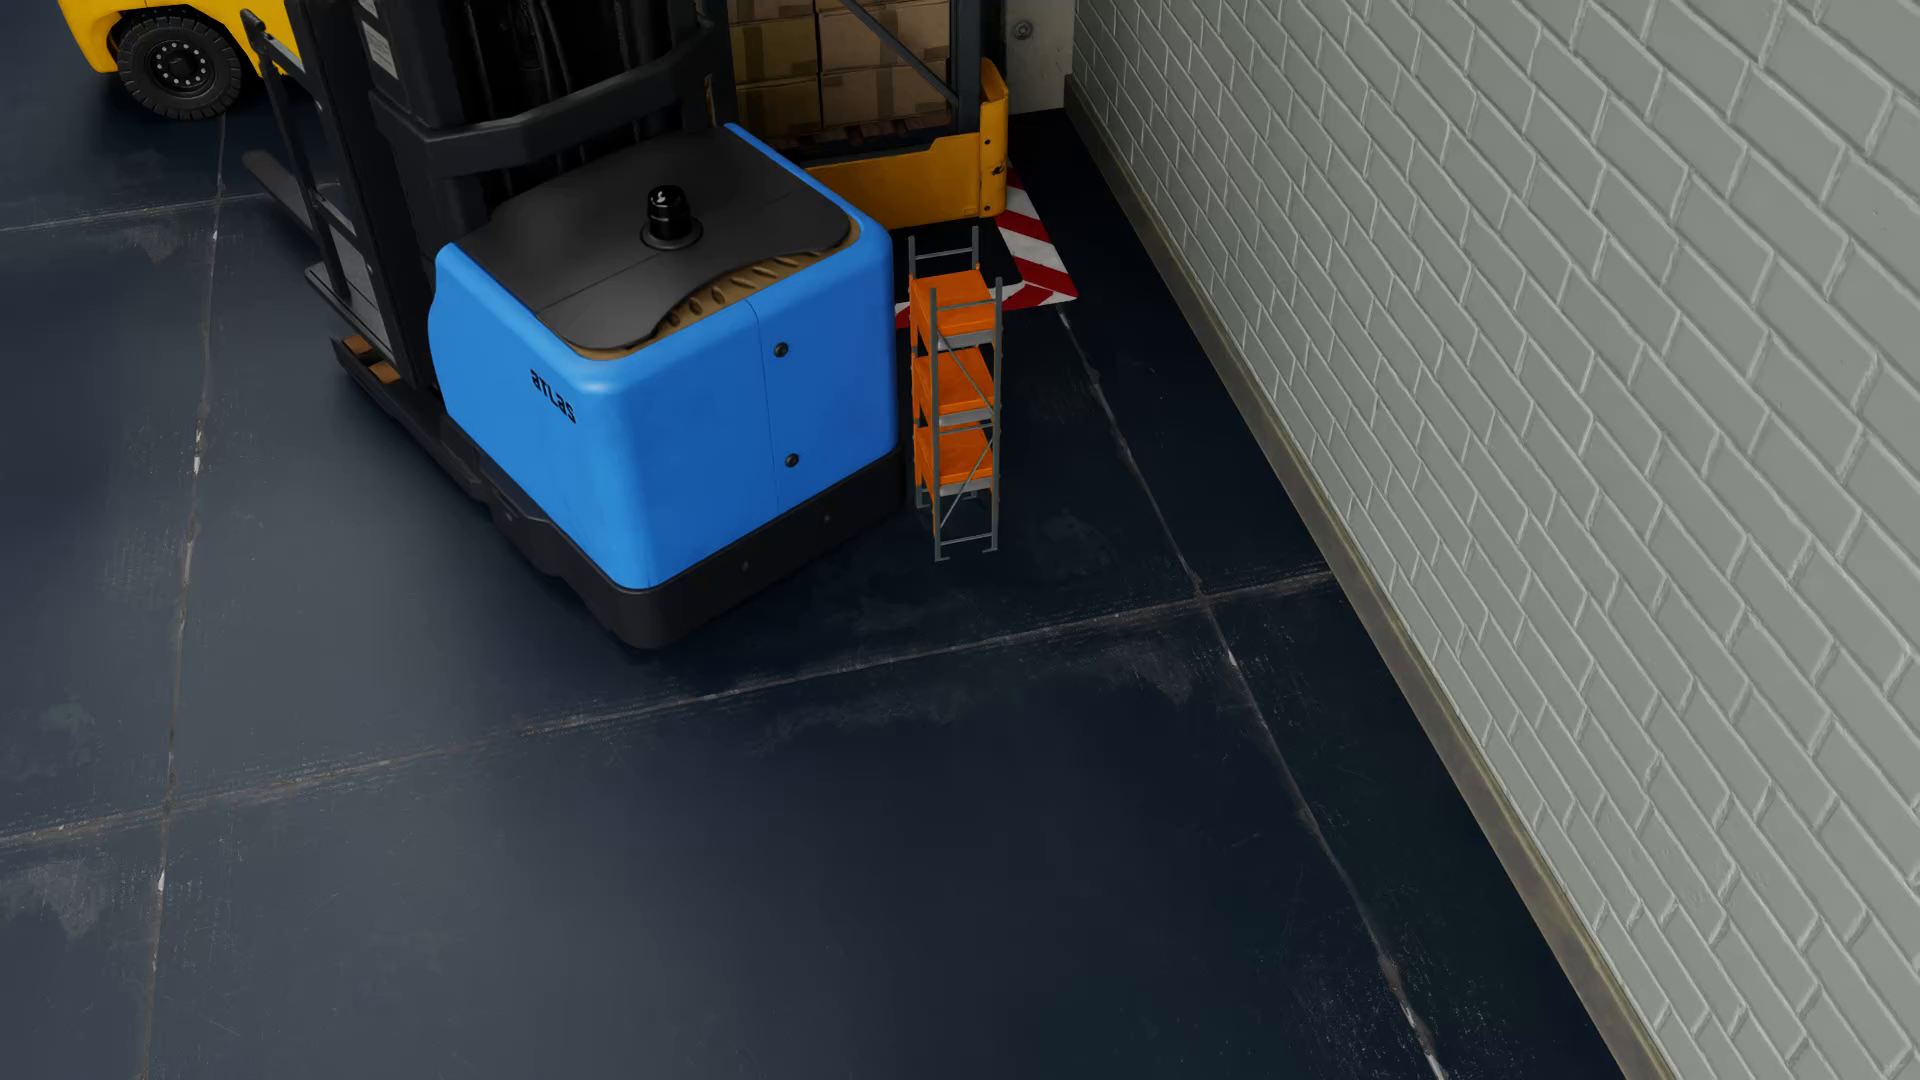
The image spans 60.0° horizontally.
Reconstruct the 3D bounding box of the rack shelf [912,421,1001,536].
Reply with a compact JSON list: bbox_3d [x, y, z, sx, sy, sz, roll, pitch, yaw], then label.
[{"bbox_3d":[-0.012,-0.203,5.117,0.215,0.259,0.240,-11,47,-10],"label":"rack shelf"}]

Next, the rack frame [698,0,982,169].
[{"bbox_3d":[-0.419,-2.355,5.458,1.000,3.000,0.127,-11,47,-10],"label":"rack frame"}]

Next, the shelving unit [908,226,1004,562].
[{"bbox_3d":[-0.013,-0.405,4.911,0.215,1.050,0.252,-11,47,-10],"label":"shelving unit"}]

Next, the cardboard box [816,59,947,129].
[{"bbox_3d":[-0.356,-1.915,6.658,0.500,0.250,0.500,-11,47,-10],"label":"cardboard box"}]

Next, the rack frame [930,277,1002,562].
[{"bbox_3d":[0.018,-0.320,4.828,0.200,1.050,0.008,-11,47,-10],"label":"rack frame"}]

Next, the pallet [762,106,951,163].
[{"bbox_3d":[-0.655,-1.900,6.964,1.003,0.211,1.213,-11,47,-10],"label":"pallet"}]

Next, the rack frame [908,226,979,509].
[{"bbox_3d":[-0.044,-0.489,4.993,0.200,1.050,0.008,-11,47,-10],"label":"rack frame"}]

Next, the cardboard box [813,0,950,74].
[{"bbox_3d":[-0.339,-2.078,6.467,0.500,0.250,0.500,-10,46,-10],"label":"cardboard box"}]

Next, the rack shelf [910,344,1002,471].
[{"bbox_3d":[-0.013,-0.397,4.918,0.215,0.259,0.240,-11,47,-10],"label":"rack shelf"}]

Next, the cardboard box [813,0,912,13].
[{"bbox_3d":[-0.359,-2.256,6.292,0.500,0.250,0.500,-11,47,-11],"label":"cardboard box"}]

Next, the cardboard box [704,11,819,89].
[{"bbox_3d":[-0.846,-1.994,6.385,0.500,0.250,0.500,-11,47,-11],"label":"cardboard box"}]

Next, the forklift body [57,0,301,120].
[{"bbox_3d":[-2.668,-3.034,6.717,2.313,2.155,1.214,-11,47,-10],"label":"forklift body"}]

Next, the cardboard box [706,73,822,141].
[{"bbox_3d":[-0.845,-1.807,6.551,0.500,0.250,0.500,-10,46,-10],"label":"cardboard box"}]

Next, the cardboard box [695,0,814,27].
[{"bbox_3d":[-0.838,-2.151,6.189,0.500,0.250,0.500,-9,46,-9],"label":"cardboard box"}]

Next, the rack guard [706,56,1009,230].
[{"bbox_3d":[-0.413,-1.464,6.335,1.175,0.500,0.348,-11,47,-10],"label":"rack guard"}]

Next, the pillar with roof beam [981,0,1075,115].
[{"bbox_3d":[-3.888,-4.314,3.177,9.100,9.000,0.400,-11,47,-10],"label":"pillar with roof beam"}]

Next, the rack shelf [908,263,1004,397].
[{"bbox_3d":[-0.014,-0.596,4.716,0.215,0.259,0.240,-11,47,-10],"label":"rack shelf"}]

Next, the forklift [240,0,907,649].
[{"bbox_3d":[-1.516,-1.689,4.853,1.130,2.935,3.031,-32,54,-27],"label":"forklift"}]
